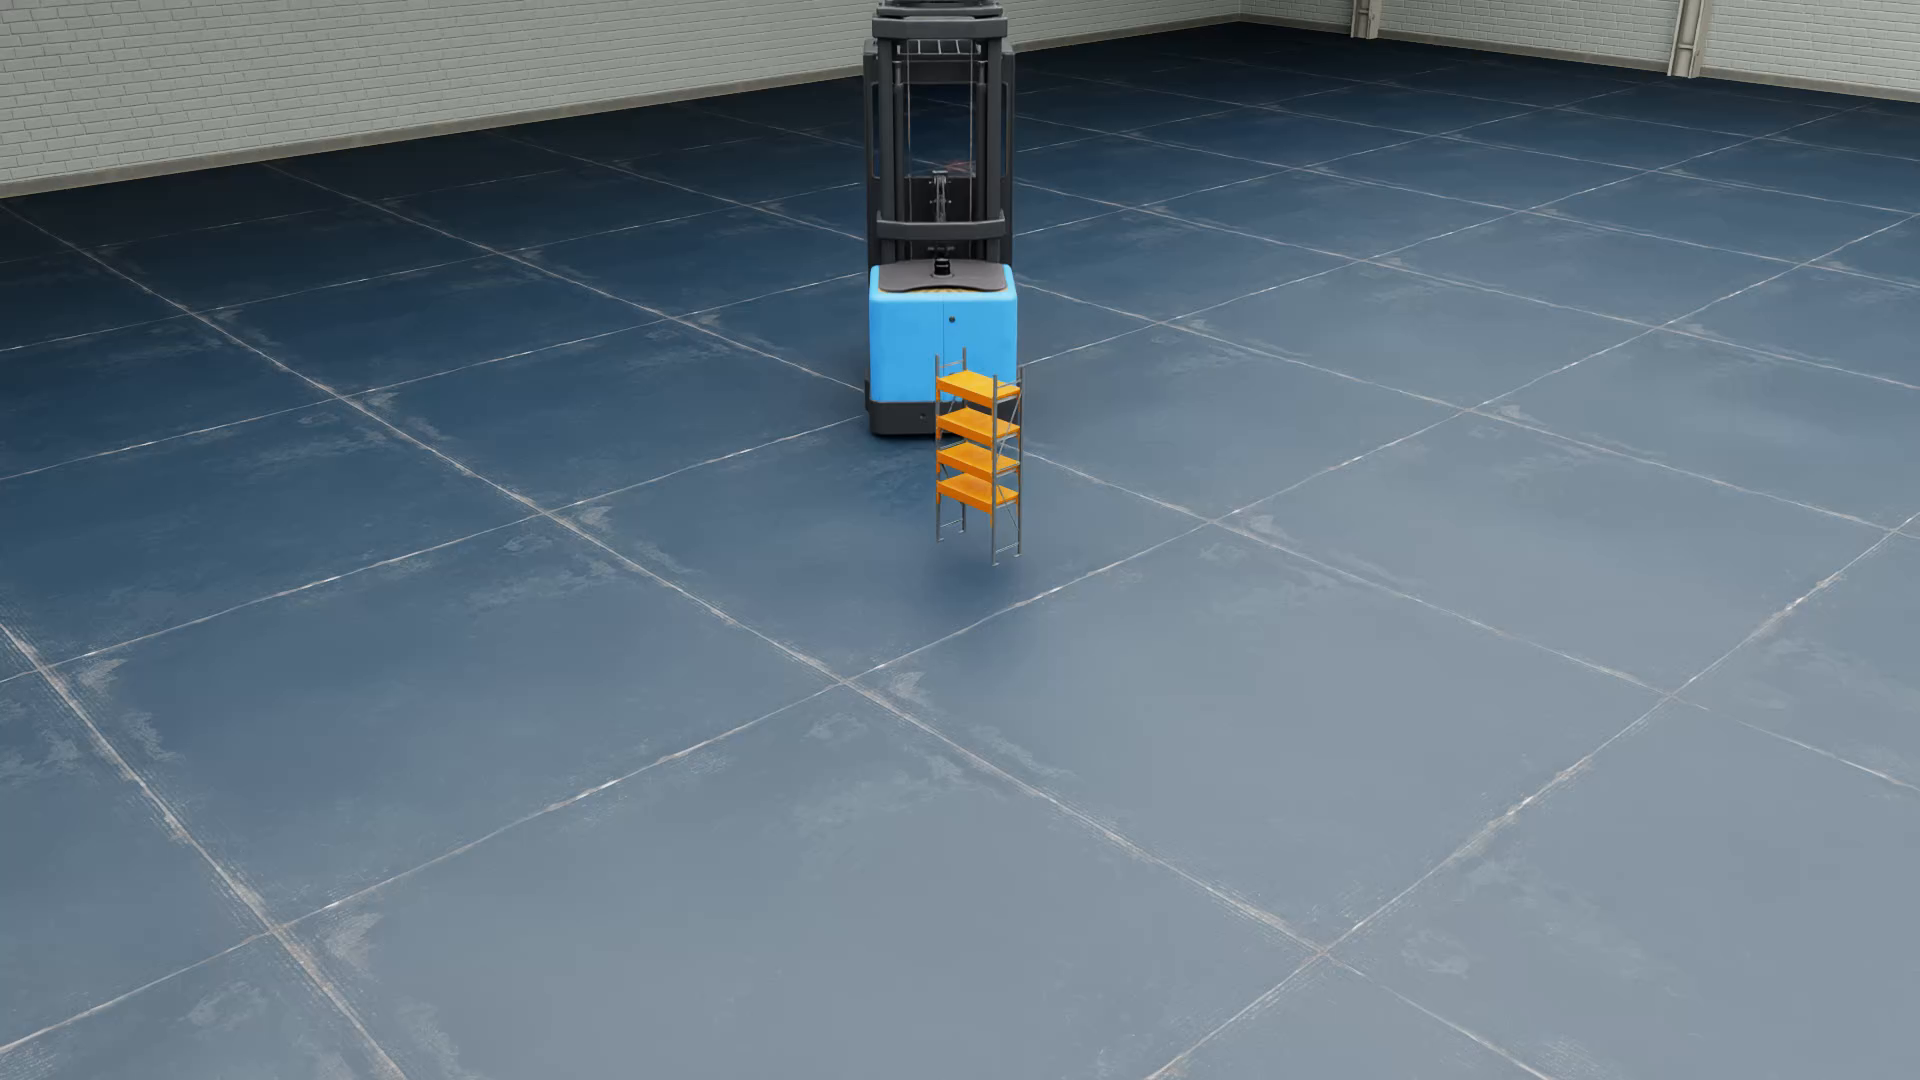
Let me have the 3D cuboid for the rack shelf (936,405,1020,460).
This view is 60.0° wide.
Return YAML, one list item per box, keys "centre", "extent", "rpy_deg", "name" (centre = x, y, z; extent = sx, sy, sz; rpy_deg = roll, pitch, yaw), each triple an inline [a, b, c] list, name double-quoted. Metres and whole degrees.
- centre: [0.113, -0.638, 9.826]
  extent: [0.258, 0.148, 0.480]
  rpy_deg: [-21, 32, -38]
  name: "rack shelf"

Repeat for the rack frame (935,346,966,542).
- centre: [-0.054, -0.570, 10.053]
  extent: [0.240, 1.200, 0.015]
  rpy_deg: [-21, 32, -38]
  name: "rack frame"

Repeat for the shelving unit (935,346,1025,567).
- centre: [0.113, -0.496, 9.891]
  extent: [0.258, 1.200, 0.503]
  rpy_deg: [-21, 32, -38]
  name: "shelving unit"

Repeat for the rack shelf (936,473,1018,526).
- centre: [0.113, -0.254, 10.001]
  extent: [0.258, 0.148, 0.480]
  rpy_deg: [-21, 32, -38]
  name: "rack shelf"

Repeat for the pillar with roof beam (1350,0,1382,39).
- centre: [4.245, -12.063, 25.851]
  extent: [9.100, 9.000, 0.400]
  rpy_deg: [-21, 32, -38]
  name: "pillar with roof beam"

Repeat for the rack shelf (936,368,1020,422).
- centre: [0.113, -0.853, 9.728]
  extent: [0.258, 0.148, 0.480]
  rpy_deg: [-21, 32, -38]
  name: "rack shelf"

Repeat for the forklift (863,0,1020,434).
- centre: [-0.159, -2.645, 12.516]
  extent: [1.130, 2.935, 3.031]
  rpy_deg: [-1, 25, -2]
  name: "forklift"

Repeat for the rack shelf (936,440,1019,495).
- centre: [0.113, -0.435, 9.919]
  extent: [0.258, 0.148, 0.480]
  rpy_deg: [-21, 32, -38]
  name: "rack shelf"

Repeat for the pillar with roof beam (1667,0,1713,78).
- centre: [8.346, -10.245, 21.866]
  extent: [9.100, 9.000, 0.400]
  rpy_deg: [-21, 32, -38]
  name: "pillar with roof beam"

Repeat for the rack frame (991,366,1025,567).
- centre: [0.280, -0.422, 9.729]
  extent: [0.240, 1.200, 0.015]
  rpy_deg: [-21, 32, -38]
  name: "rack frame"
